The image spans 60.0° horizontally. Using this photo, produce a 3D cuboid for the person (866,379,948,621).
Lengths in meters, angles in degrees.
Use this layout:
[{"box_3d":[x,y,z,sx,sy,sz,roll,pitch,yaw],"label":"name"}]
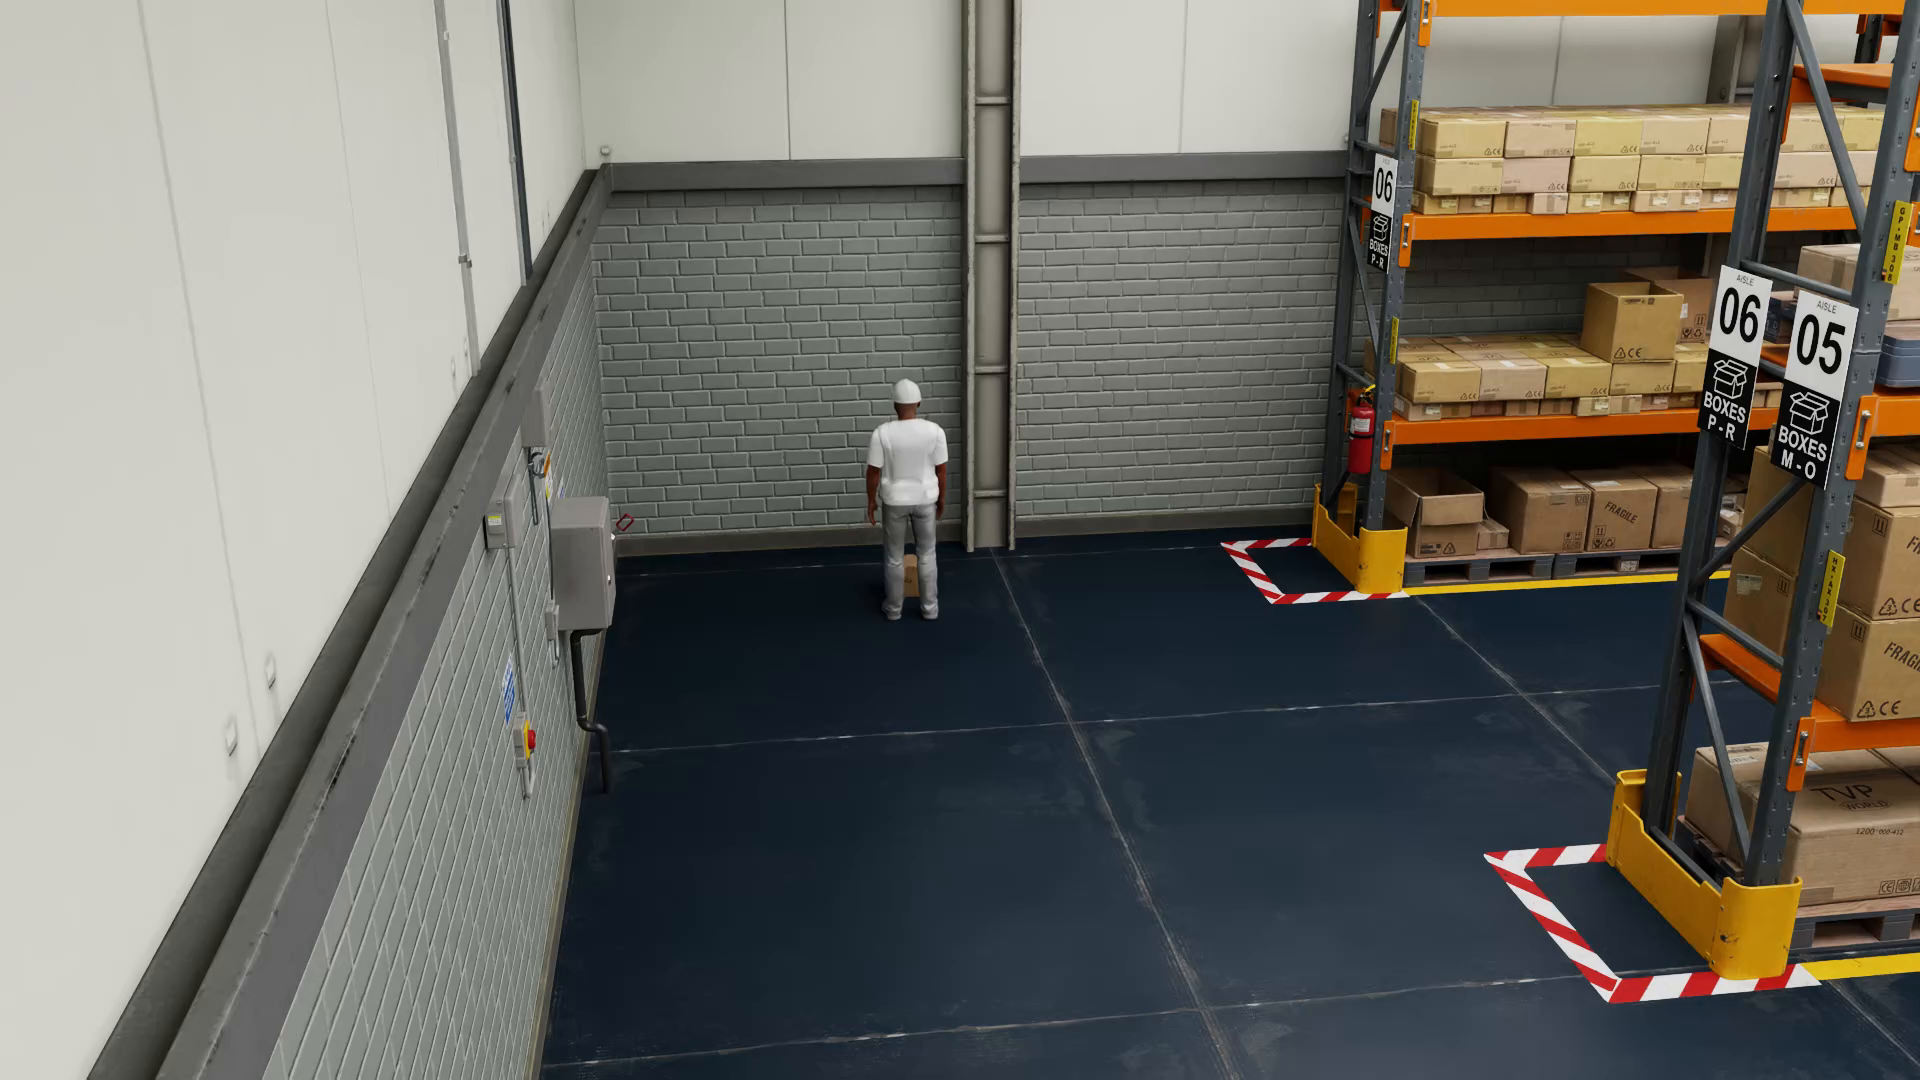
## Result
[{"box_3d":[-0.381,-0.282,11.815,0.576,1.778,0.407,-3,20,-7],"label":"person"}]
